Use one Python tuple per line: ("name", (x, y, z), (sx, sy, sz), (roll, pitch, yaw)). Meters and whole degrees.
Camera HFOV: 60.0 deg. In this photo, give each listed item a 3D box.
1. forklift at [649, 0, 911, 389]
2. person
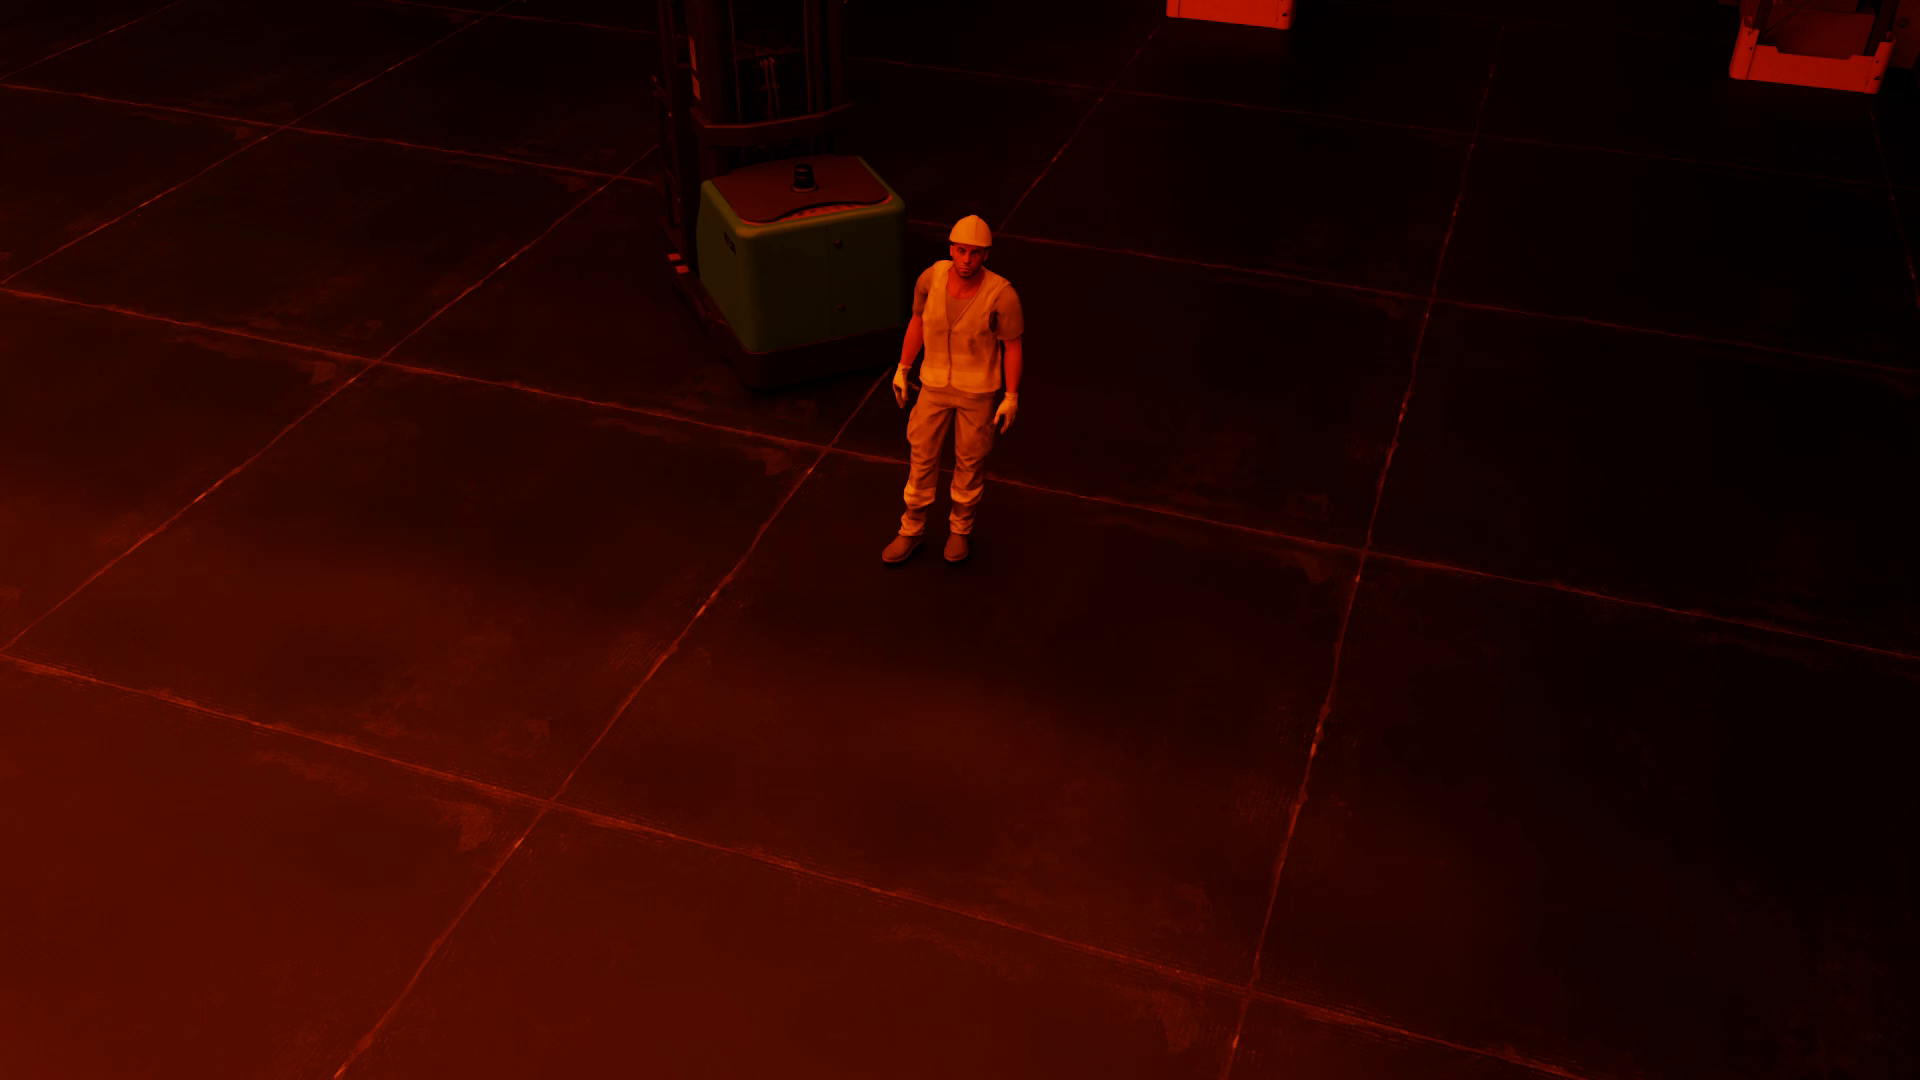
("forklift", (-1.336, -2.928, 10.240), (1.130, 2.935, 3.031), (-14, 38, -19))
("person", (-0.038, -0.694, 8.064), (0.637, 1.790, 0.562), (12, 37, 16))
